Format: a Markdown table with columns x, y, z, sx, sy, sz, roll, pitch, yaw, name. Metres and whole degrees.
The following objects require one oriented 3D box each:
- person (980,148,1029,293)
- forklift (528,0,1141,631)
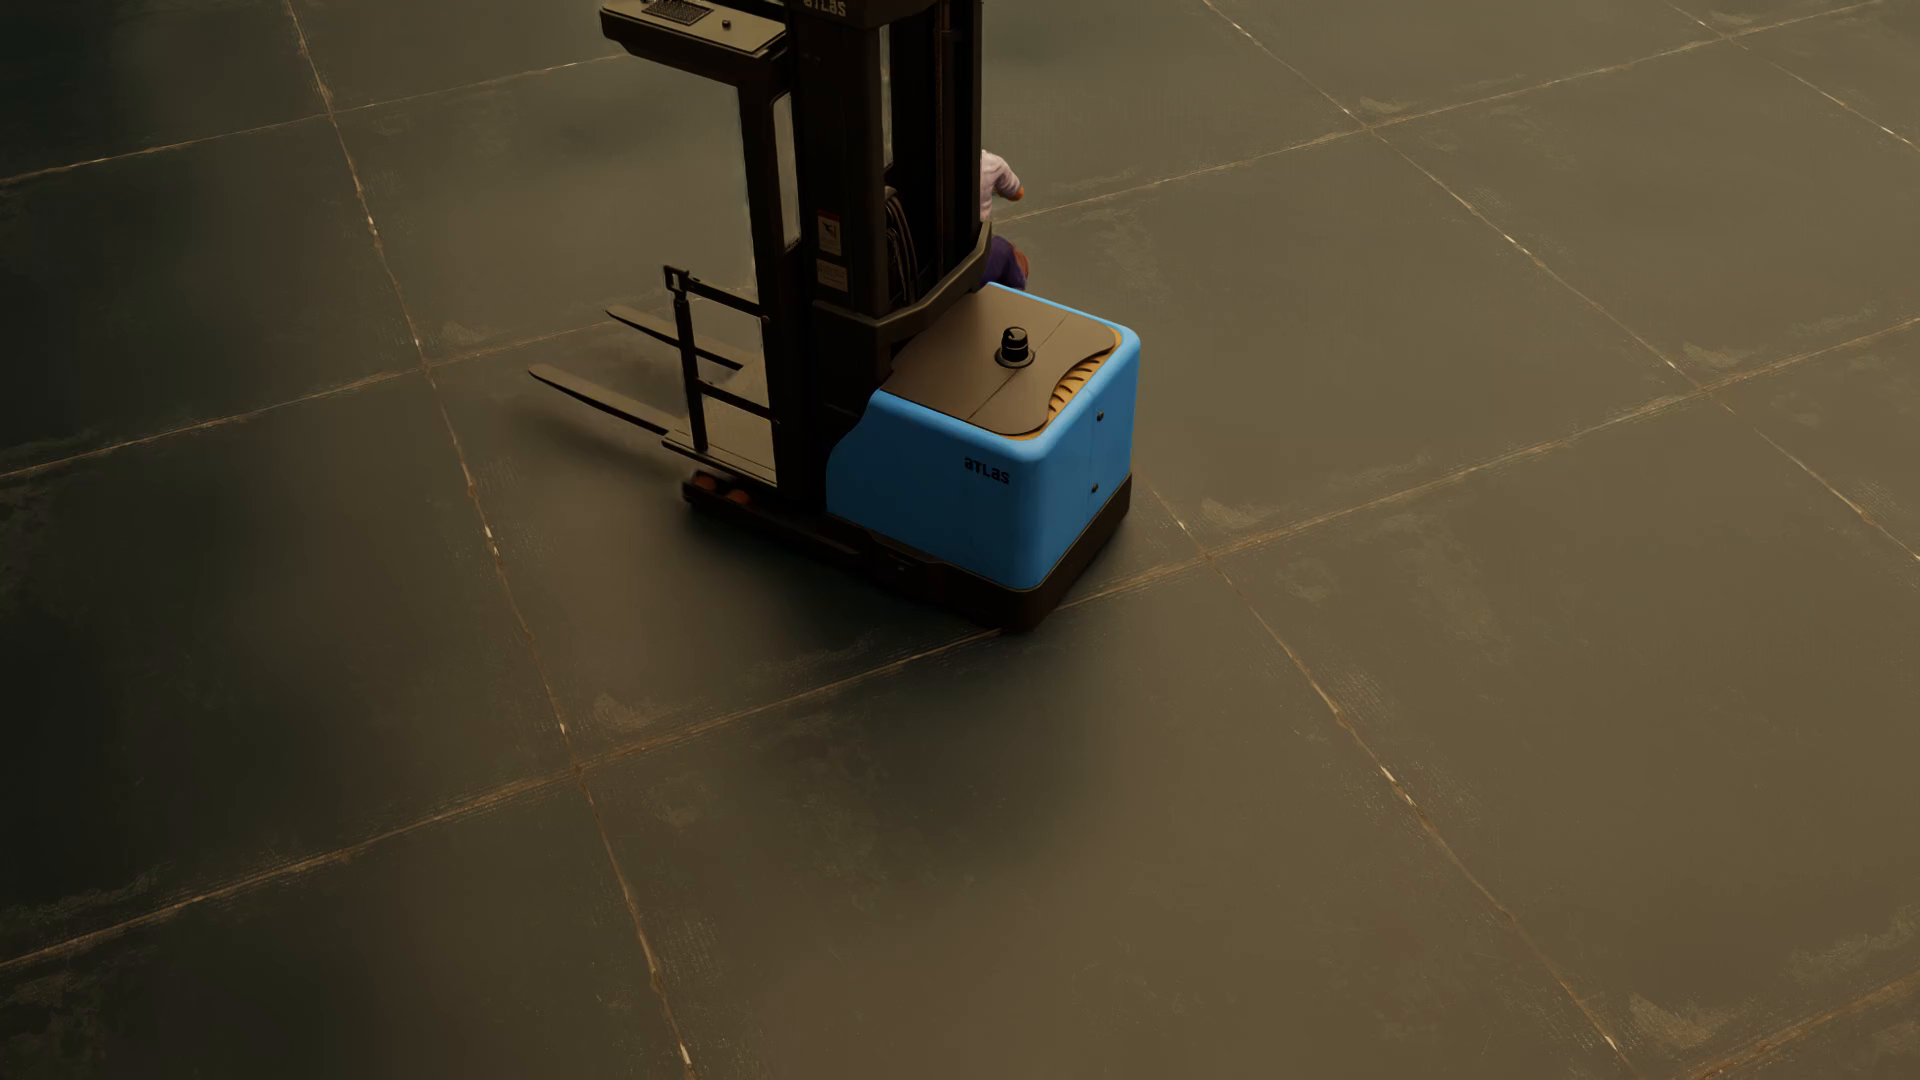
| x | y | z | sx | sy | sz | roll | pitch | yaw | name |
| --- | --- | --- | --- | --- | --- | --- | --- | --- | --- |
| -0.120 | -1.554 | 8.536 | 1.240 | 1.320 | 0.863 | -11 | 44 | -11 | person |
| -0.725 | -1.433 | 7.215 | 3.031 | 2.935 | 1.130 | 22 | 47 | 22 | forklift |
